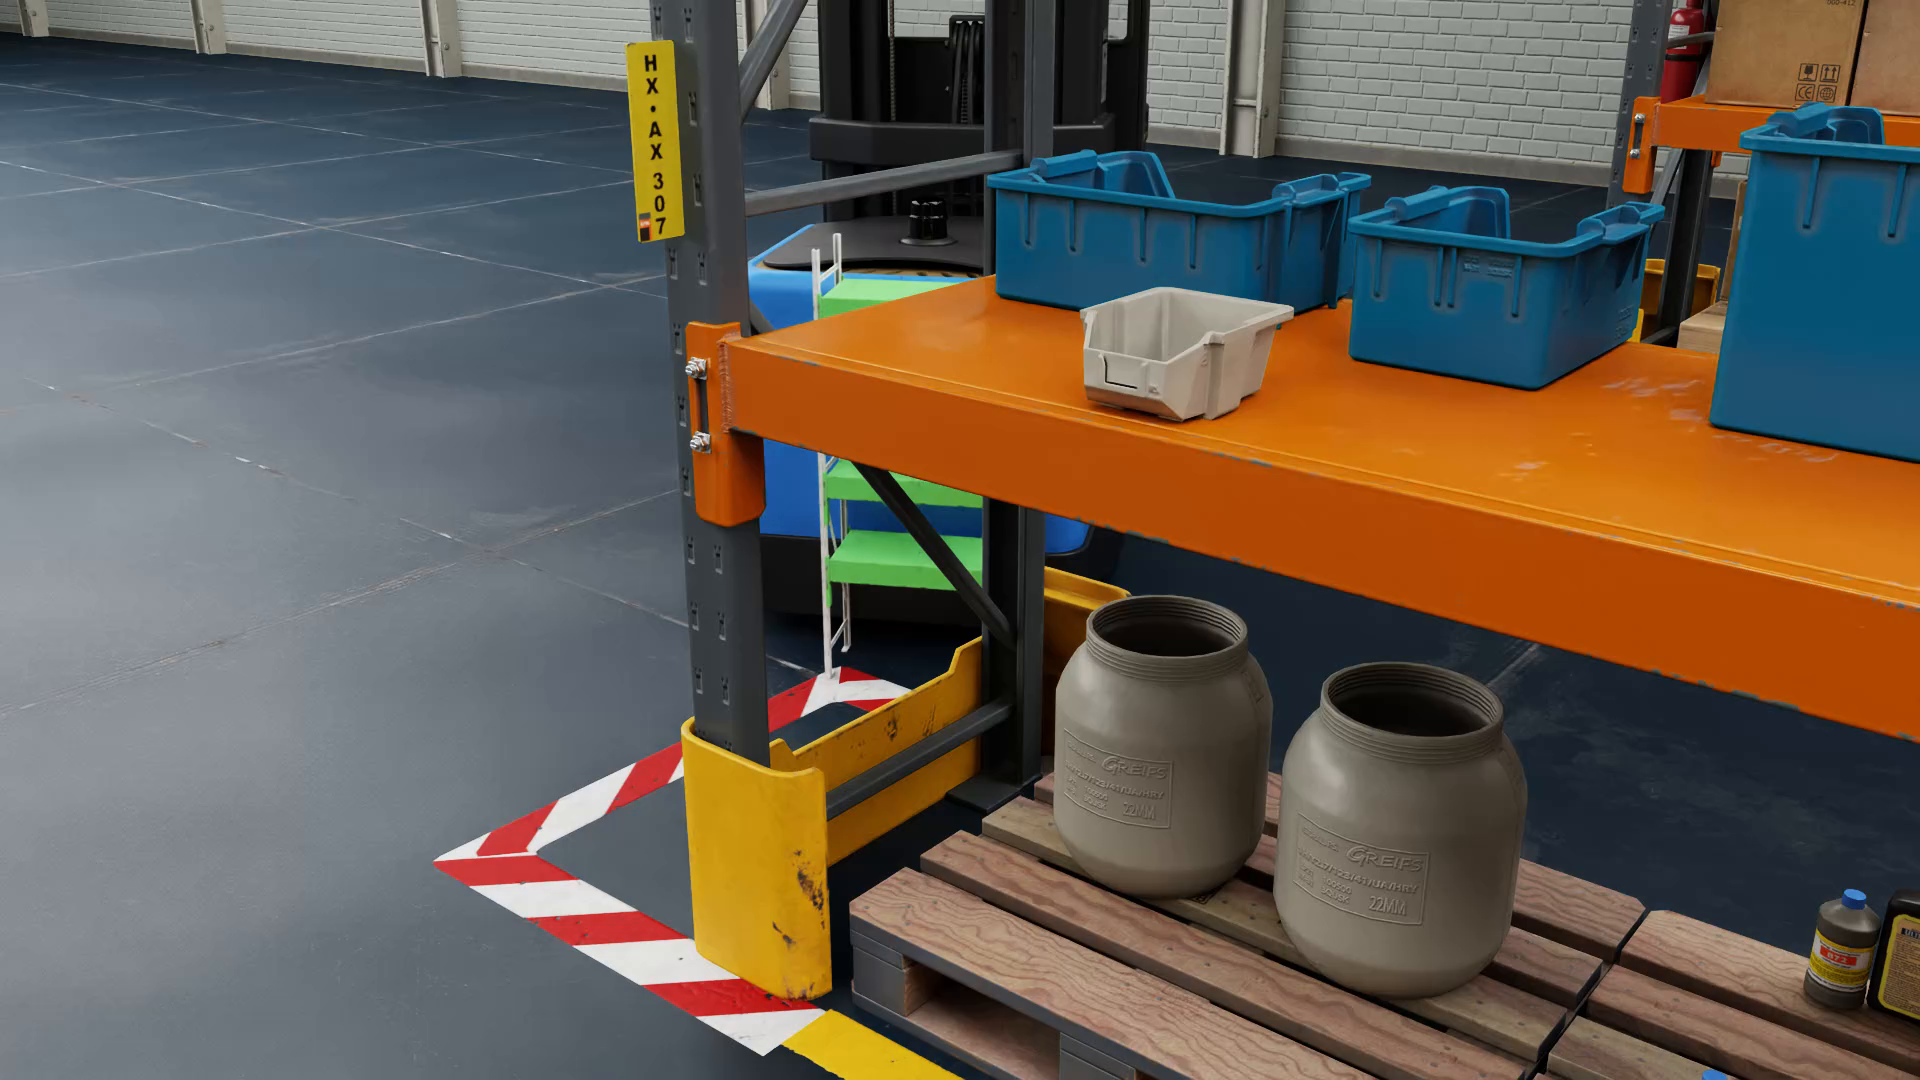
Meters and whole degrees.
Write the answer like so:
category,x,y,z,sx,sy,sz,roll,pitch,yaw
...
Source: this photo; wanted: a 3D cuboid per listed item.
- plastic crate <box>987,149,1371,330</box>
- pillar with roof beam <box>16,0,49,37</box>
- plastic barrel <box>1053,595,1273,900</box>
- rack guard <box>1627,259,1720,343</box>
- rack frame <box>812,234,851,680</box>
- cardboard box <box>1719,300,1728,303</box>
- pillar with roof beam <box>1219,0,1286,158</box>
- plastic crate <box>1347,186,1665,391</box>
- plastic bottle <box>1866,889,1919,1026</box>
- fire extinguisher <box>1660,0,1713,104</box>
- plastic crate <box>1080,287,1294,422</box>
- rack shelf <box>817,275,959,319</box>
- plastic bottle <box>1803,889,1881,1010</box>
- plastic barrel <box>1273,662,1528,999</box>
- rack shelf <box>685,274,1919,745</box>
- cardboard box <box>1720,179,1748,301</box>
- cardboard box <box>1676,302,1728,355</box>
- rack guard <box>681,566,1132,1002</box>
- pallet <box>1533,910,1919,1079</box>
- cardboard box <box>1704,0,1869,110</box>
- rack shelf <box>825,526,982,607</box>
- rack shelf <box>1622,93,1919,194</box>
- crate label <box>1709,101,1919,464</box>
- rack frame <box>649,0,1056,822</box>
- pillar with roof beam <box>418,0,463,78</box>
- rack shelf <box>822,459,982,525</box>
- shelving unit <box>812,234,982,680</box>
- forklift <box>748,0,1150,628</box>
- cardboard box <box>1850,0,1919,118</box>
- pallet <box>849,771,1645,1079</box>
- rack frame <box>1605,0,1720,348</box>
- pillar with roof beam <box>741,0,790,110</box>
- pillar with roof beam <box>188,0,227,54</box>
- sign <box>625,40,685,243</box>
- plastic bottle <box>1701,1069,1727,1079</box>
category,x,y,z,sx,sy,sz,roll,pitch,yaw
plastic crate,0.416,-0.590,3.193,0.616,0.251,0.499,16,26,36
pillar with roof beam,-18.772,-11.802,24.211,0.400,9.000,9.100,16,26,36
plastic barrel,0.397,0.404,3.277,0.421,0.512,0.421,0,21,0
rack guard,2.955,-0.879,7.290,0.348,0.500,1.175,16,26,36
rack frame,-0.347,-0.213,4.533,0.015,1.200,0.240,4,21,10
cardboard box,3.576,-0.914,7.143,0.500,0.250,0.500,16,26,36
pillar with roof beam,-0.178,-6.447,10.011,0.400,9.000,9.100,16,26,36
plastic crate,0.915,-0.444,2.805,0.408,0.251,0.499,16,26,36
plastic bottle,1.641,0.686,2.823,0.133,0.283,0.061,17,26,38
fire extinguisher,3.176,-2.160,7.255,0.183,0.674,0.296,16,26,36
plastic crate,0.329,-0.279,2.530,0.250,0.136,0.298,16,26,36
rack shelf,-0.107,-0.587,4.344,0.480,0.148,0.258,4,21,10
plastic bottle,1.539,0.704,2.894,0.097,0.201,0.097,0,21,0
plastic barrel,0.785,0.515,2.981,0.421,0.512,0.421,0,21,0
rack shelf,1.388,0.093,2.190,4.000,0.370,1.077,16,26,36
cardboard box,3.577,-1.266,7.012,0.500,0.500,0.500,16,26,36
cardboard box,3.248,-0.773,6.767,0.500,0.250,0.500,16,26,36
rack guard,-0.073,0.484,3.677,0.348,0.500,1.175,16,26,36
pallet,1.494,1.074,2.521,1.213,0.211,1.003,16,26,36
cardboard box,3.327,-1.982,6.532,0.500,0.500,0.700,16,26,36
rack shelf,-0.107,0.087,4.598,0.480,0.148,0.258,4,21,10
rack shelf,4.523,-1.260,5.779,4.000,0.370,1.077,16,26,36
crate label,1.436,-0.370,2.347,0.616,0.435,0.502,16,26,36
rack frame,-0.161,-0.690,3.246,0.127,3.000,1.000,16,26,36
pillar with roof beam,-9.475,-9.124,17.111,0.400,9.000,9.100,16,26,36
rack shelf,-0.107,-0.138,4.514,0.480,0.148,0.258,4,21,10
shelving unit,-0.107,-0.197,4.491,0.503,1.200,0.258,4,21,10
forklift,0.120,-1.590,5.730,1.130,2.935,3.031,4,21,10
cardboard box,3.737,-1.866,6.225,0.500,0.500,0.700,17,26,38
pallet,0.553,0.802,3.243,1.213,0.211,1.003,16,26,36
rack frame,2.974,-2.043,6.835,0.127,3.000,1.000,16,26,36
pillar with roof beam,-4.827,-7.786,13.561,0.400,9.000,9.100,16,26,36
pillar with roof beam,-14.123,-10.463,20.661,0.400,9.000,9.100,16,26,36
sign,-0.512,-0.670,2.801,0.005,0.325,0.100,16,26,36
plastic bottle,1.046,0.871,2.352,0.097,0.271,0.097,0,21,0
